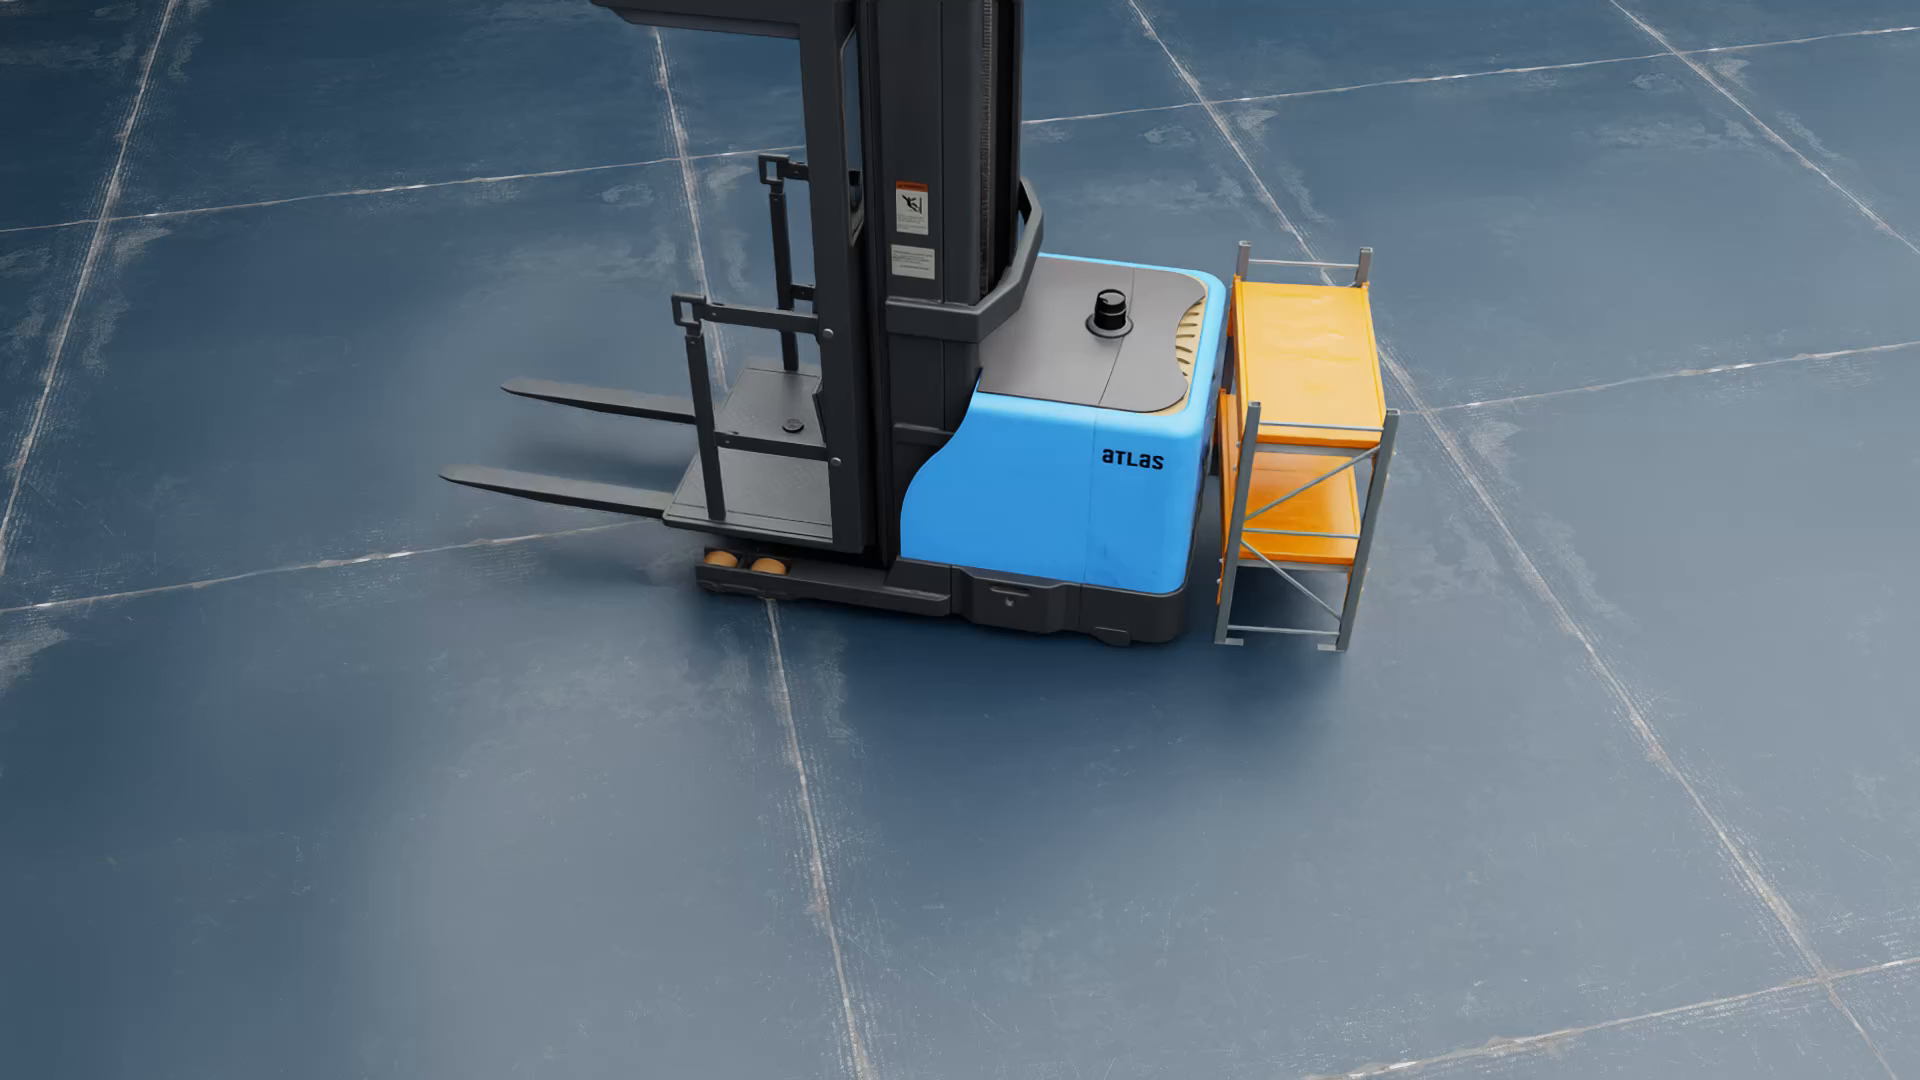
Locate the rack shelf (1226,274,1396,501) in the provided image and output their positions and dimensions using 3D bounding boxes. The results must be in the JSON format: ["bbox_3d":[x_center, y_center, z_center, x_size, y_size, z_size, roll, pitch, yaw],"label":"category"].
[{"bbox_3d":[1.263,-0.576,6.109,0.538,0.278,1.000,4,42,4],"label":"rack shelf"}]

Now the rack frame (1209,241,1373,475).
[{"bbox_3d":[1.311,-0.693,6.682,0.500,1.125,0.032,4,42,4],"label":"rack frame"}]

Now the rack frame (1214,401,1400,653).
[{"bbox_3d":[1.214,-0.021,5.925,0.500,1.125,0.032,4,42,4],"label":"rack frame"}]

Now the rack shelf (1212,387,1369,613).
[{"bbox_3d":[1.262,-0.174,6.466,0.538,0.278,1.000,4,42,4],"label":"rack shelf"}]

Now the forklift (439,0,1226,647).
[{"bbox_3d":[-0.556,-1.196,5.889,3.031,2.935,1.130,8,42,9],"label":"forklift"}]

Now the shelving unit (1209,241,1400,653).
[{"bbox_3d":[1.263,-0.357,6.303,0.538,1.125,1.048,4,42,4],"label":"shelving unit"}]
